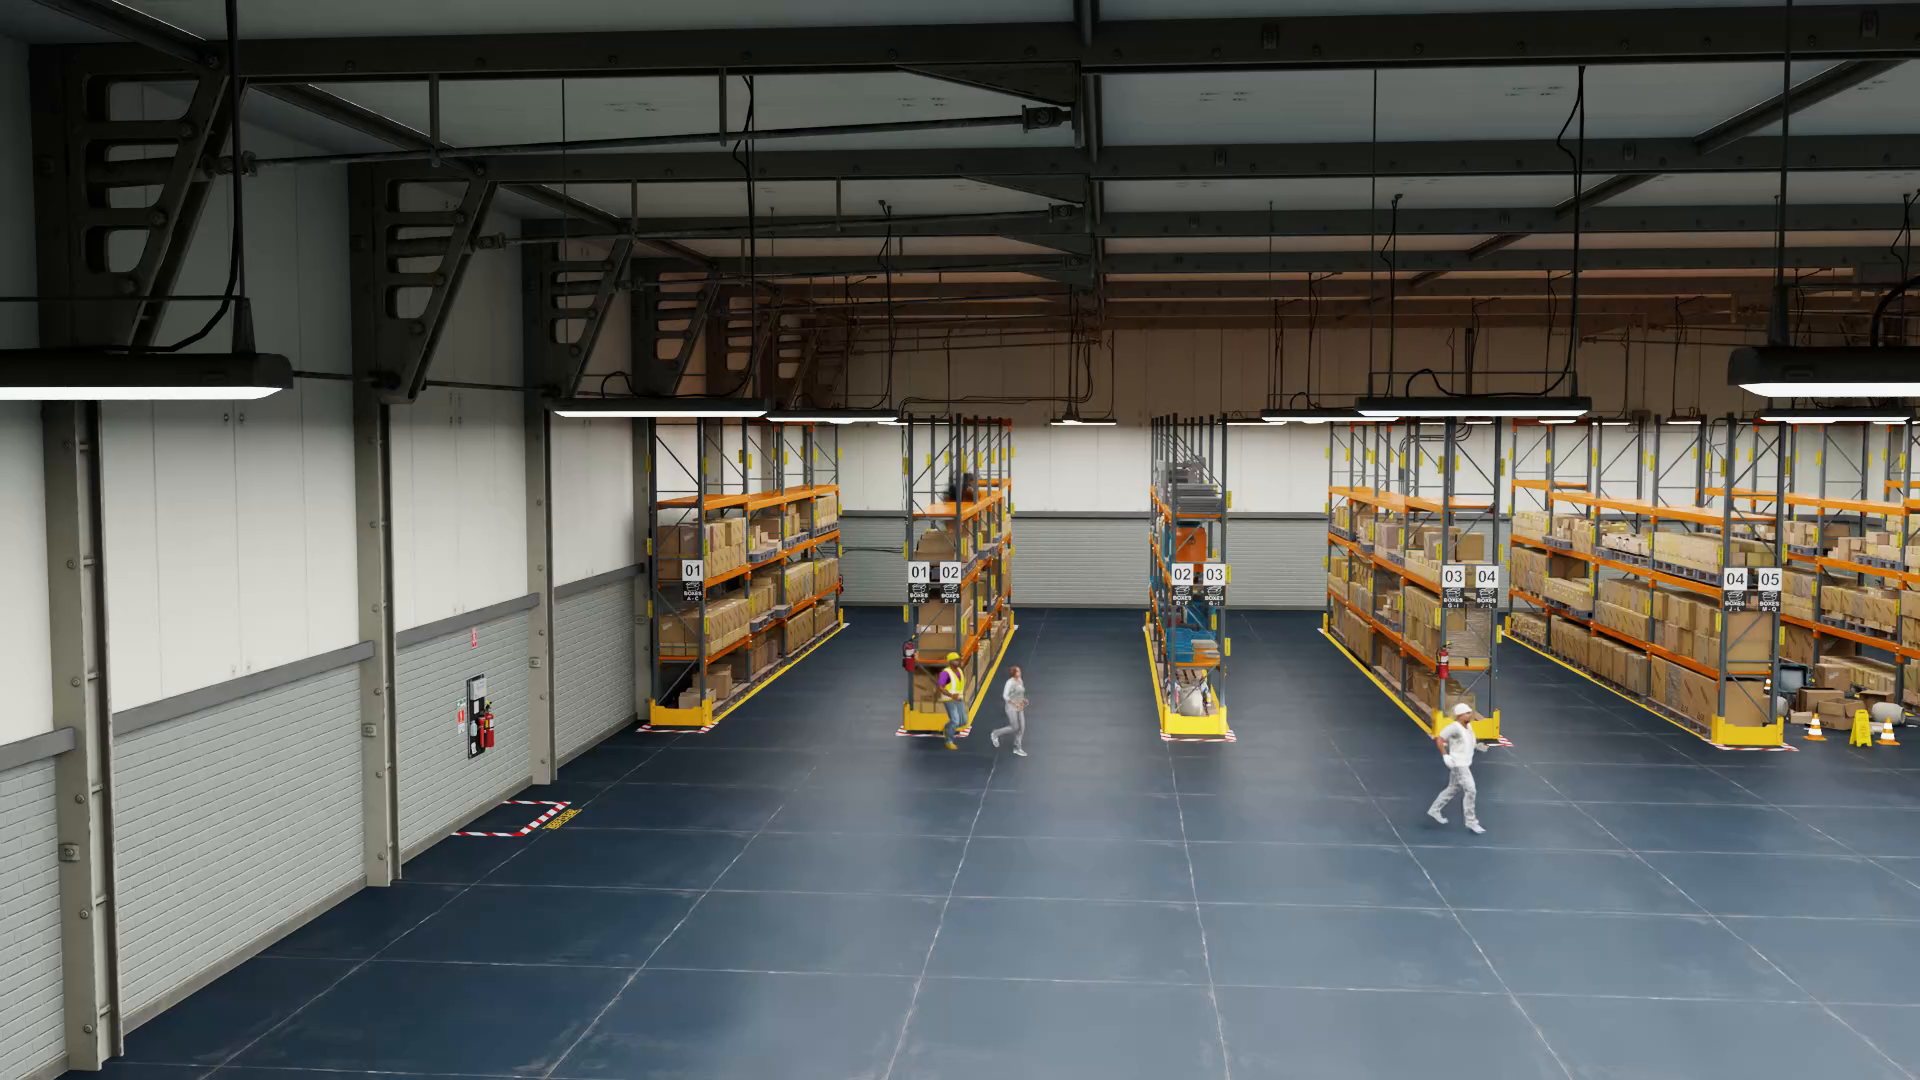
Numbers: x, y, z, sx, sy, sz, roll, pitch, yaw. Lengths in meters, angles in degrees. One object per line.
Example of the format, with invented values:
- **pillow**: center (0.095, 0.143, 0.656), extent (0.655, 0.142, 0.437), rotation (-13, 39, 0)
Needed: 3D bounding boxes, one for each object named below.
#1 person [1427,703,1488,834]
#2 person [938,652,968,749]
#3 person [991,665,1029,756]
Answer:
- **person**: center (7.115, 3.229, 23.736), extent (0.860, 1.817, 0.668), rotation (2, 4, 28)
- **person**: center (-0.117, 2.864, 29.742), extent (0.606, 1.724, 0.742), rotation (3, 5, 37)
- **person**: center (0.906, 2.985, 29.243), extent (0.678, 1.585, 0.542), rotation (3, 5, 34)
